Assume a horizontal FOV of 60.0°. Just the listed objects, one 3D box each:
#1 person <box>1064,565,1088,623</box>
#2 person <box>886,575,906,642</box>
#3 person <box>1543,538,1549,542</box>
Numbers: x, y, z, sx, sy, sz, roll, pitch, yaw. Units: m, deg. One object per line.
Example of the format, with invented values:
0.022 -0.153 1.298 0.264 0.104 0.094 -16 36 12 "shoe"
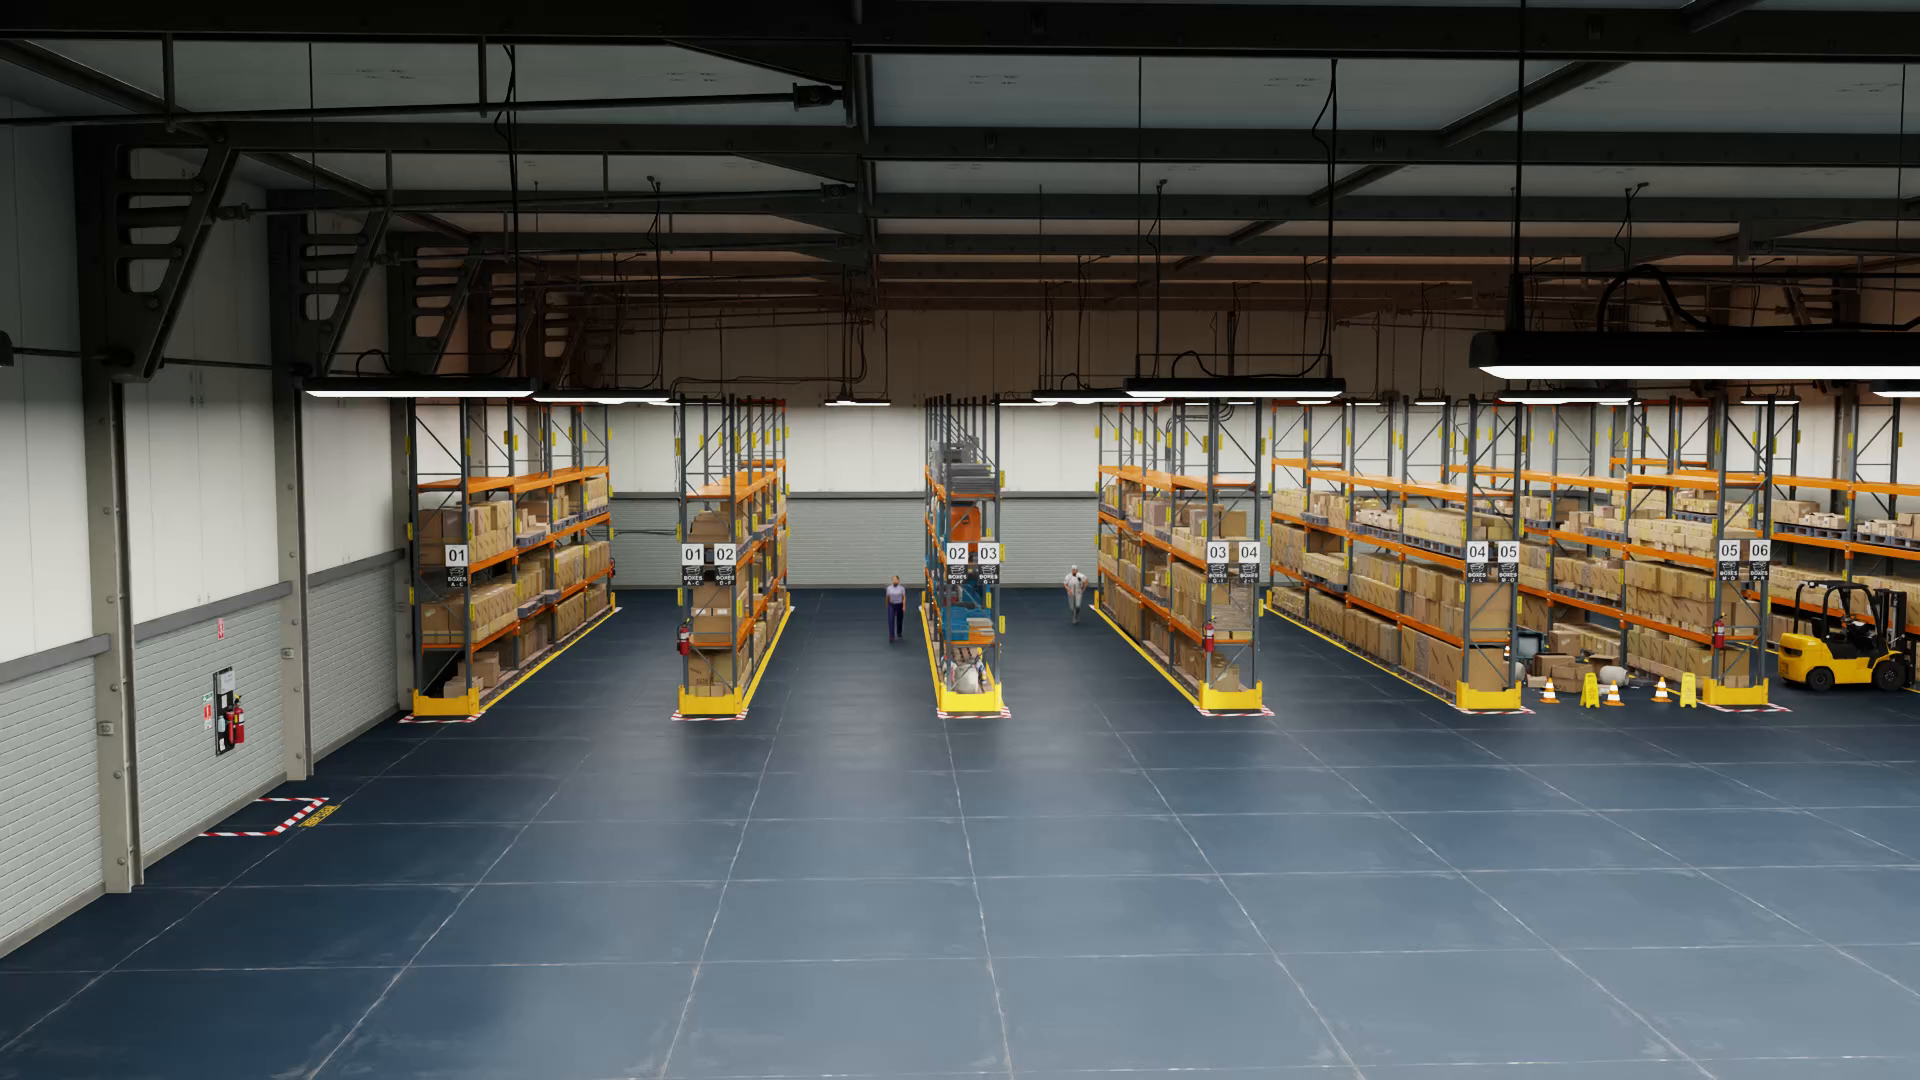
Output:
3.089 1.436 44.309 0.638 1.578 0.749 1 5 9 "person"
-1.579 1.668 40.974 0.501 1.585 1.030 0 5 -1 "person"
18.487 0.757 52.316 0.934 1.642 0.459 -1 5 -10 "person"
